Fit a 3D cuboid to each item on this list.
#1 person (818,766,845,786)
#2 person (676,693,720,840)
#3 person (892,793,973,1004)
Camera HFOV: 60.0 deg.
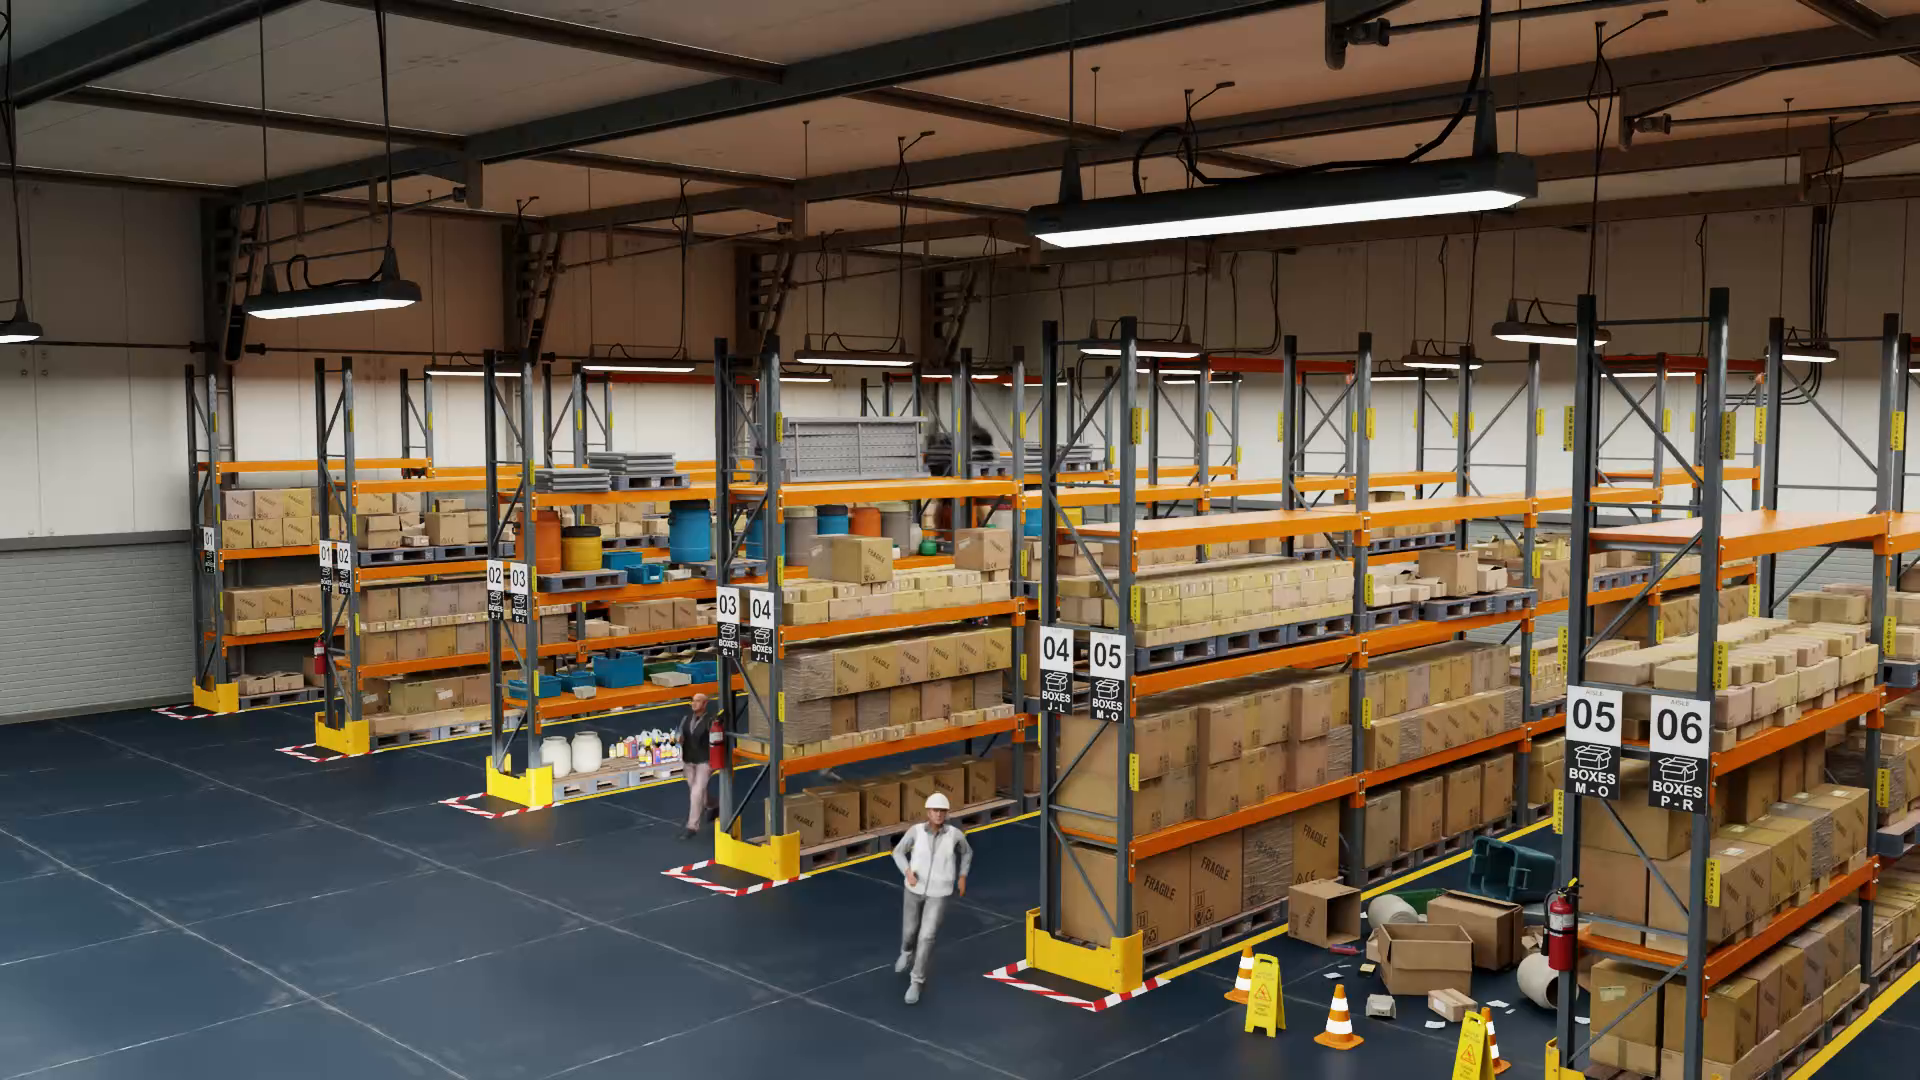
[{"bbox_3d":[-1.729,2.728,21.664,0.543,1.567,0.530,4,6,39],"label":"person"},{"bbox_3d":[-3.184,2.725,20.334,0.655,1.710,0.969,2,5,29],"label":"person"},{"bbox_3d":[-0.268,3.141,14.870,0.727,1.760,0.946,0,4,6],"label":"person"}]
